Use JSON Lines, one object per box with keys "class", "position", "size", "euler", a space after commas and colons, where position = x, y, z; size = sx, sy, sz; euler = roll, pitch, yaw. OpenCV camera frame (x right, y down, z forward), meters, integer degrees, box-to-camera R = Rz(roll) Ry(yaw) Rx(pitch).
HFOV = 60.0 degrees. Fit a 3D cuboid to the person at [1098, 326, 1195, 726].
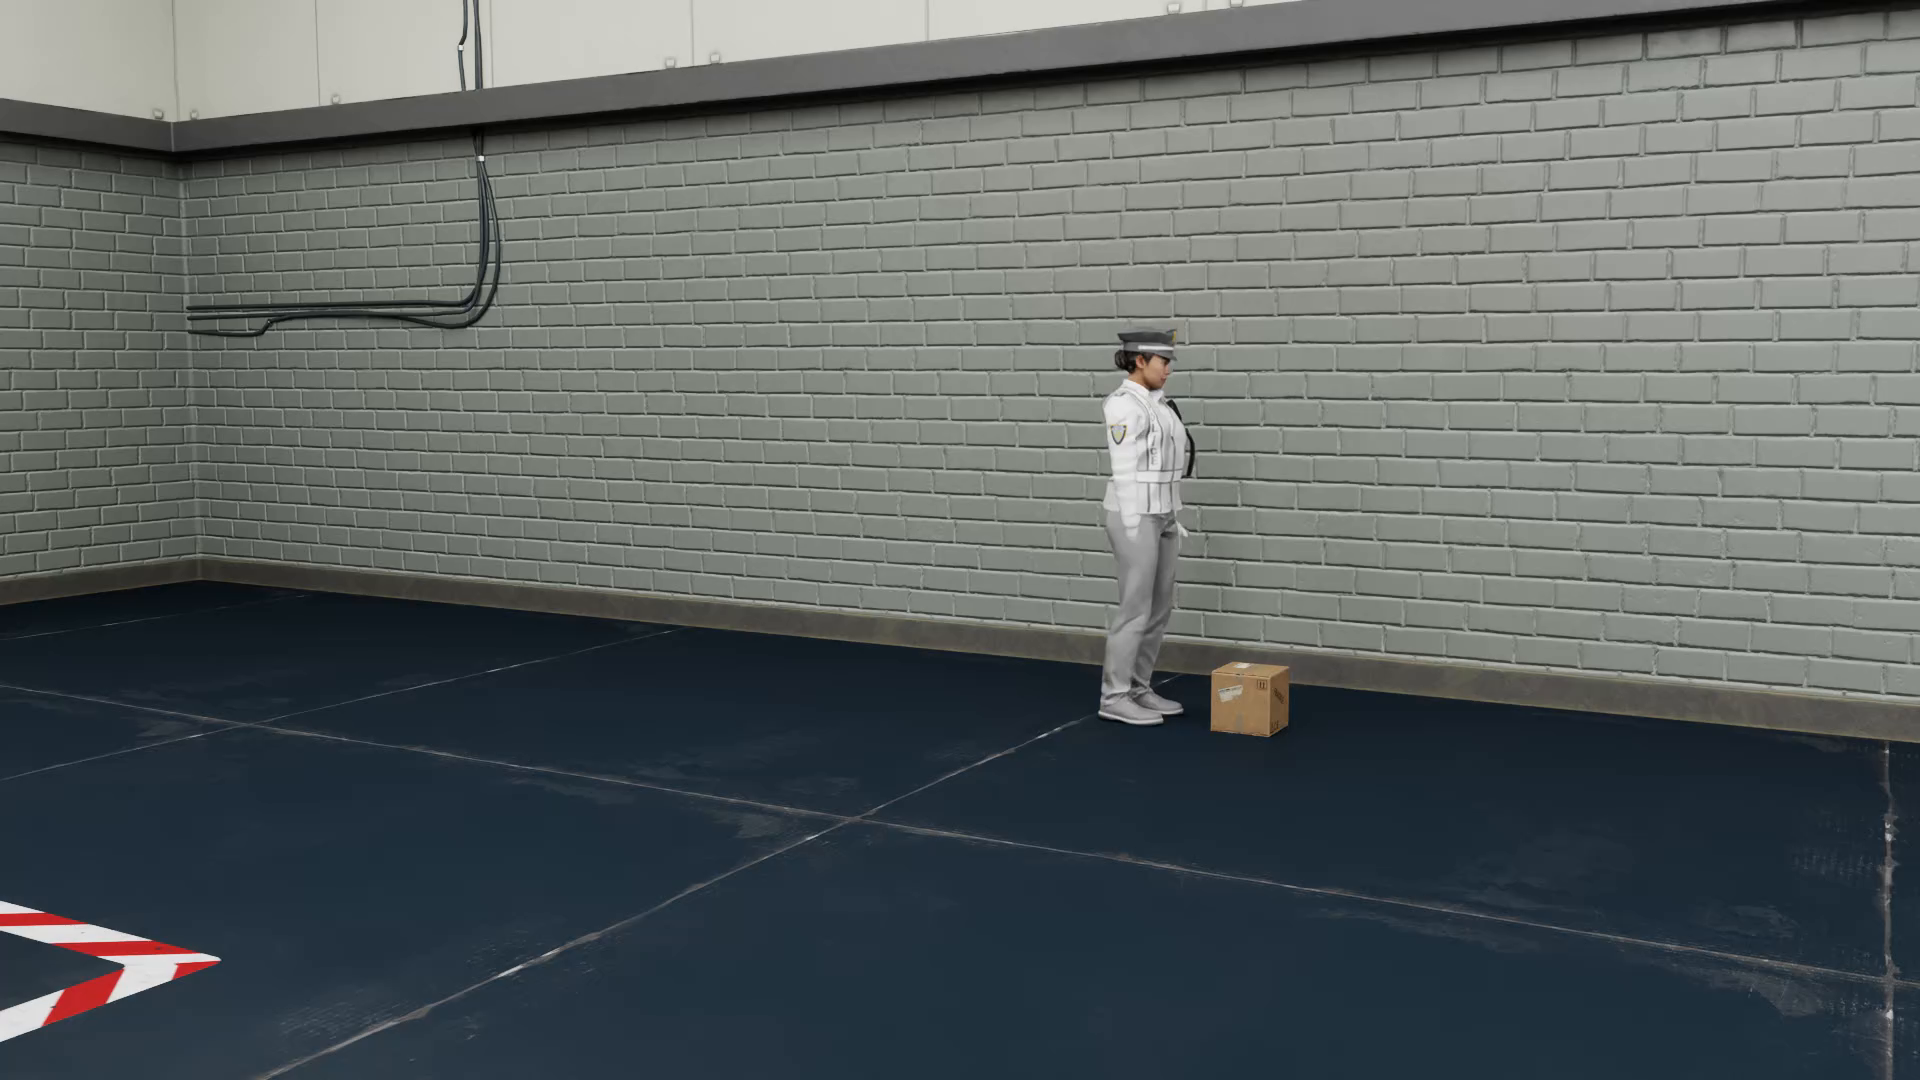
{"class": "person", "position": [0.793, -0.068, 7.037], "size": [0.328, 1.663, 0.469], "euler": [3, 7, 30]}
